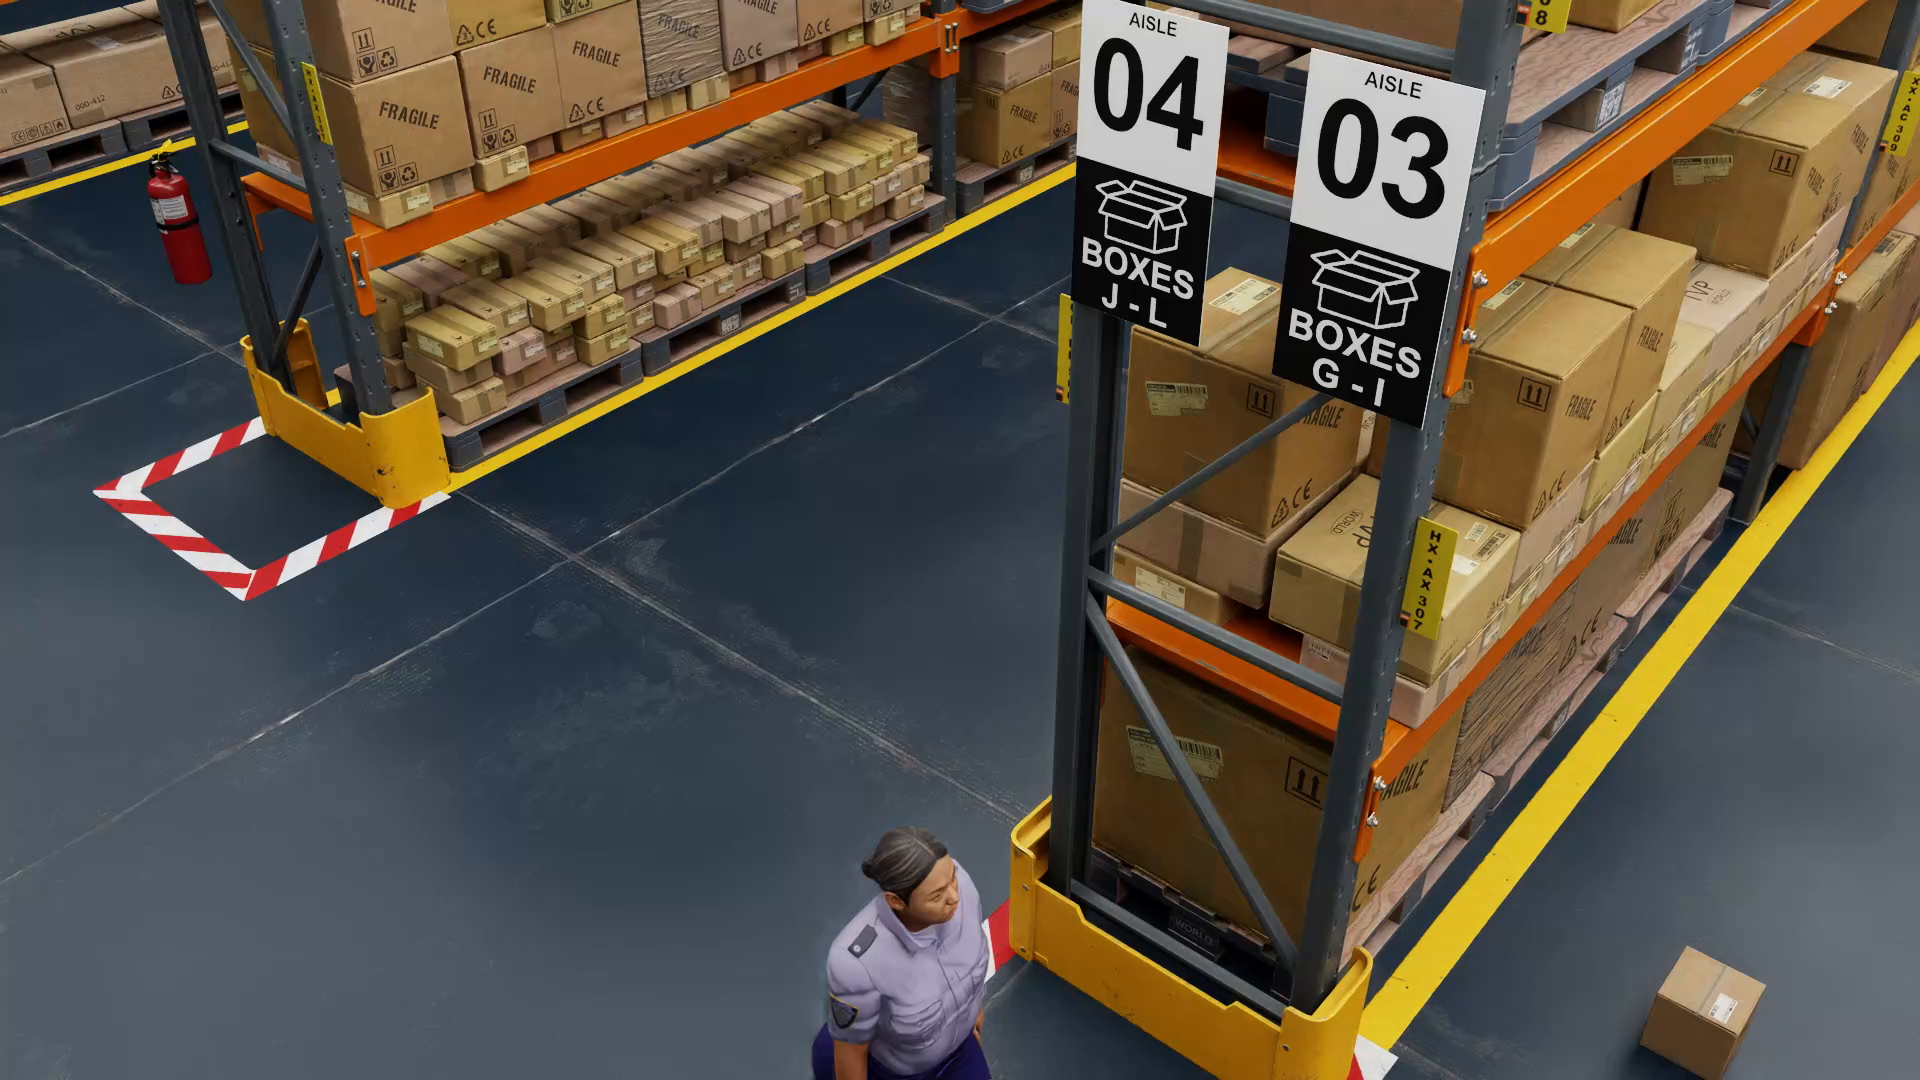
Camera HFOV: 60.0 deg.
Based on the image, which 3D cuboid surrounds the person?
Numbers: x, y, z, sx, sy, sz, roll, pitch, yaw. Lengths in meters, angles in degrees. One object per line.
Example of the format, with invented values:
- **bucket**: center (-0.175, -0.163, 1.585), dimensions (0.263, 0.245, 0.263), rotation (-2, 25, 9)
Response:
- **person**: center (-0.133, 1.325, 4.261), dimensions (0.446, 1.626, 0.533), rotation (24, 42, 30)
